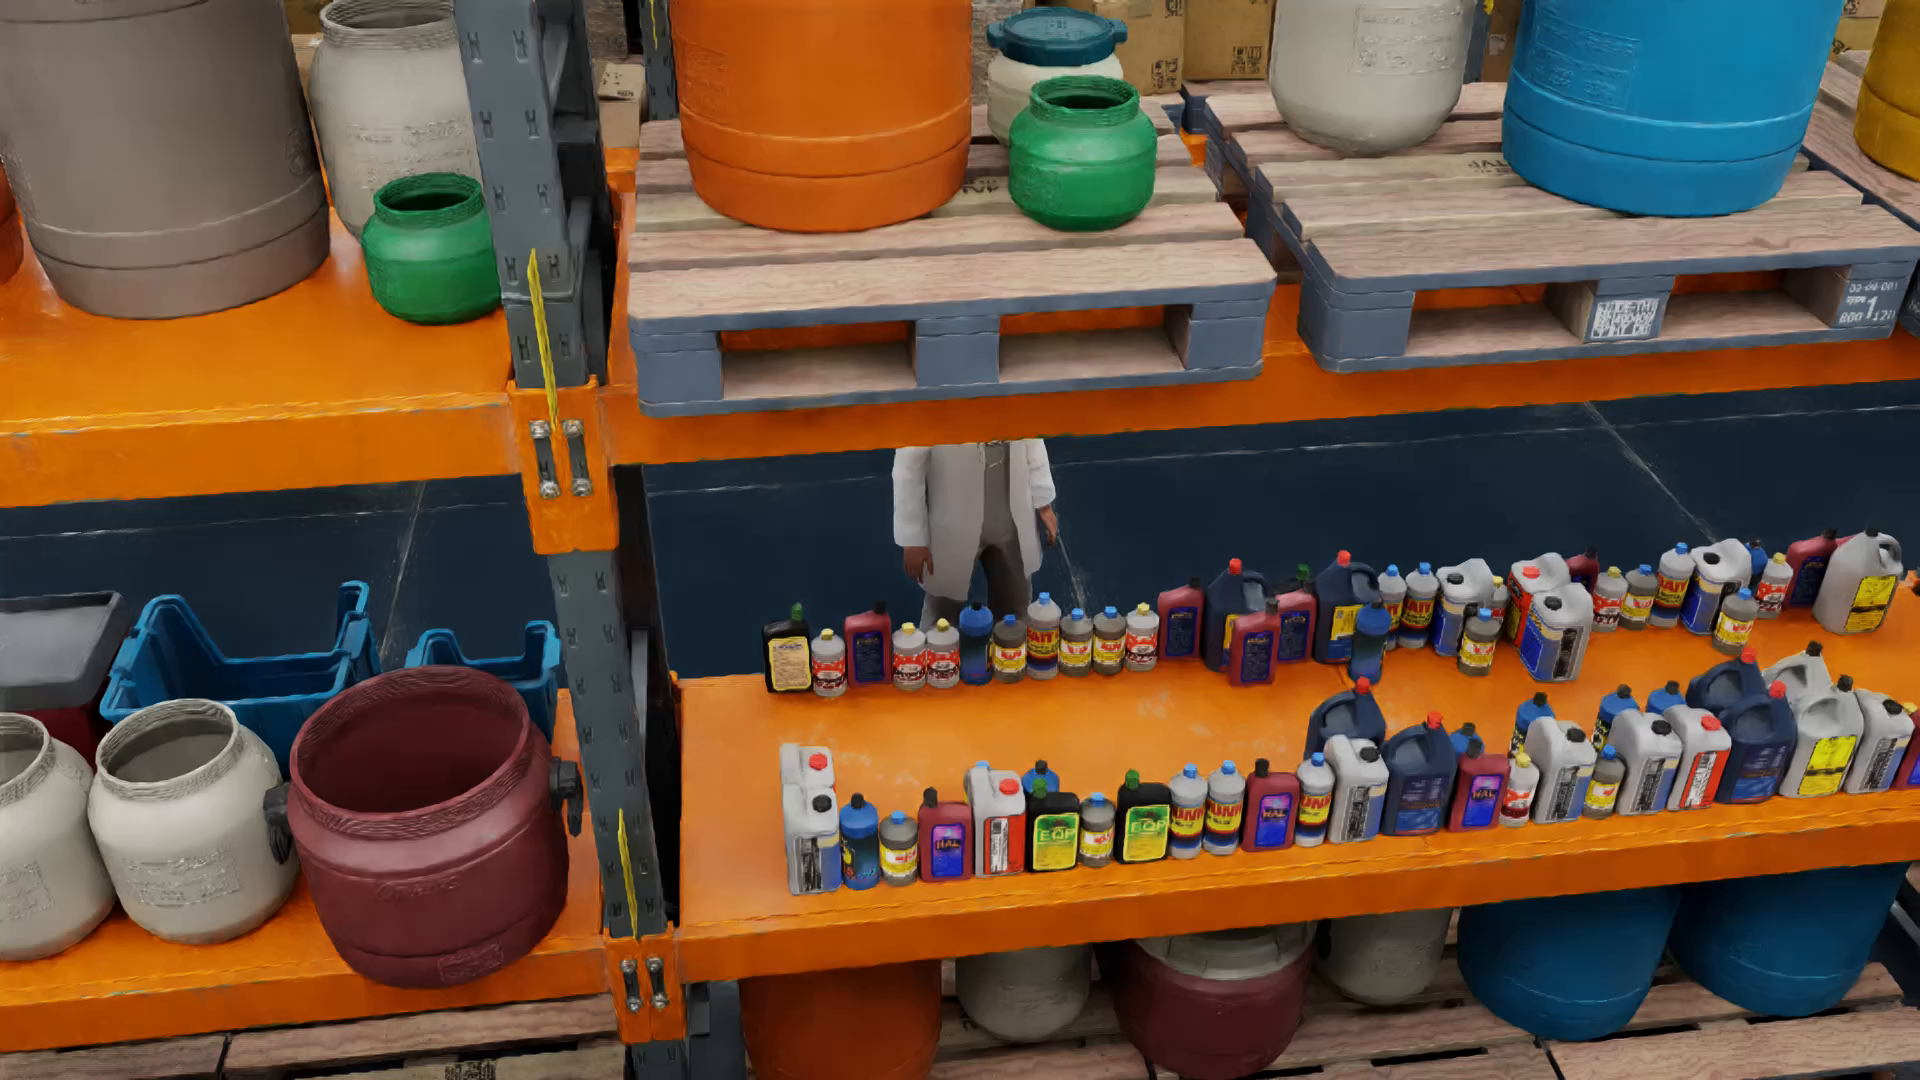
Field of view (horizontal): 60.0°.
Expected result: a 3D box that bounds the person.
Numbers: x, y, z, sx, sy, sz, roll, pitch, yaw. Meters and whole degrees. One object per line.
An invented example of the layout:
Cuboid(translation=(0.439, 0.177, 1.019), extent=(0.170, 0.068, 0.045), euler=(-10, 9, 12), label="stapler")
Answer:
Cuboid(translation=(0.084, -0.032, 6.150), extent=(0.647, 1.786, 0.520), euler=(-17, 38, -24), label="person")
